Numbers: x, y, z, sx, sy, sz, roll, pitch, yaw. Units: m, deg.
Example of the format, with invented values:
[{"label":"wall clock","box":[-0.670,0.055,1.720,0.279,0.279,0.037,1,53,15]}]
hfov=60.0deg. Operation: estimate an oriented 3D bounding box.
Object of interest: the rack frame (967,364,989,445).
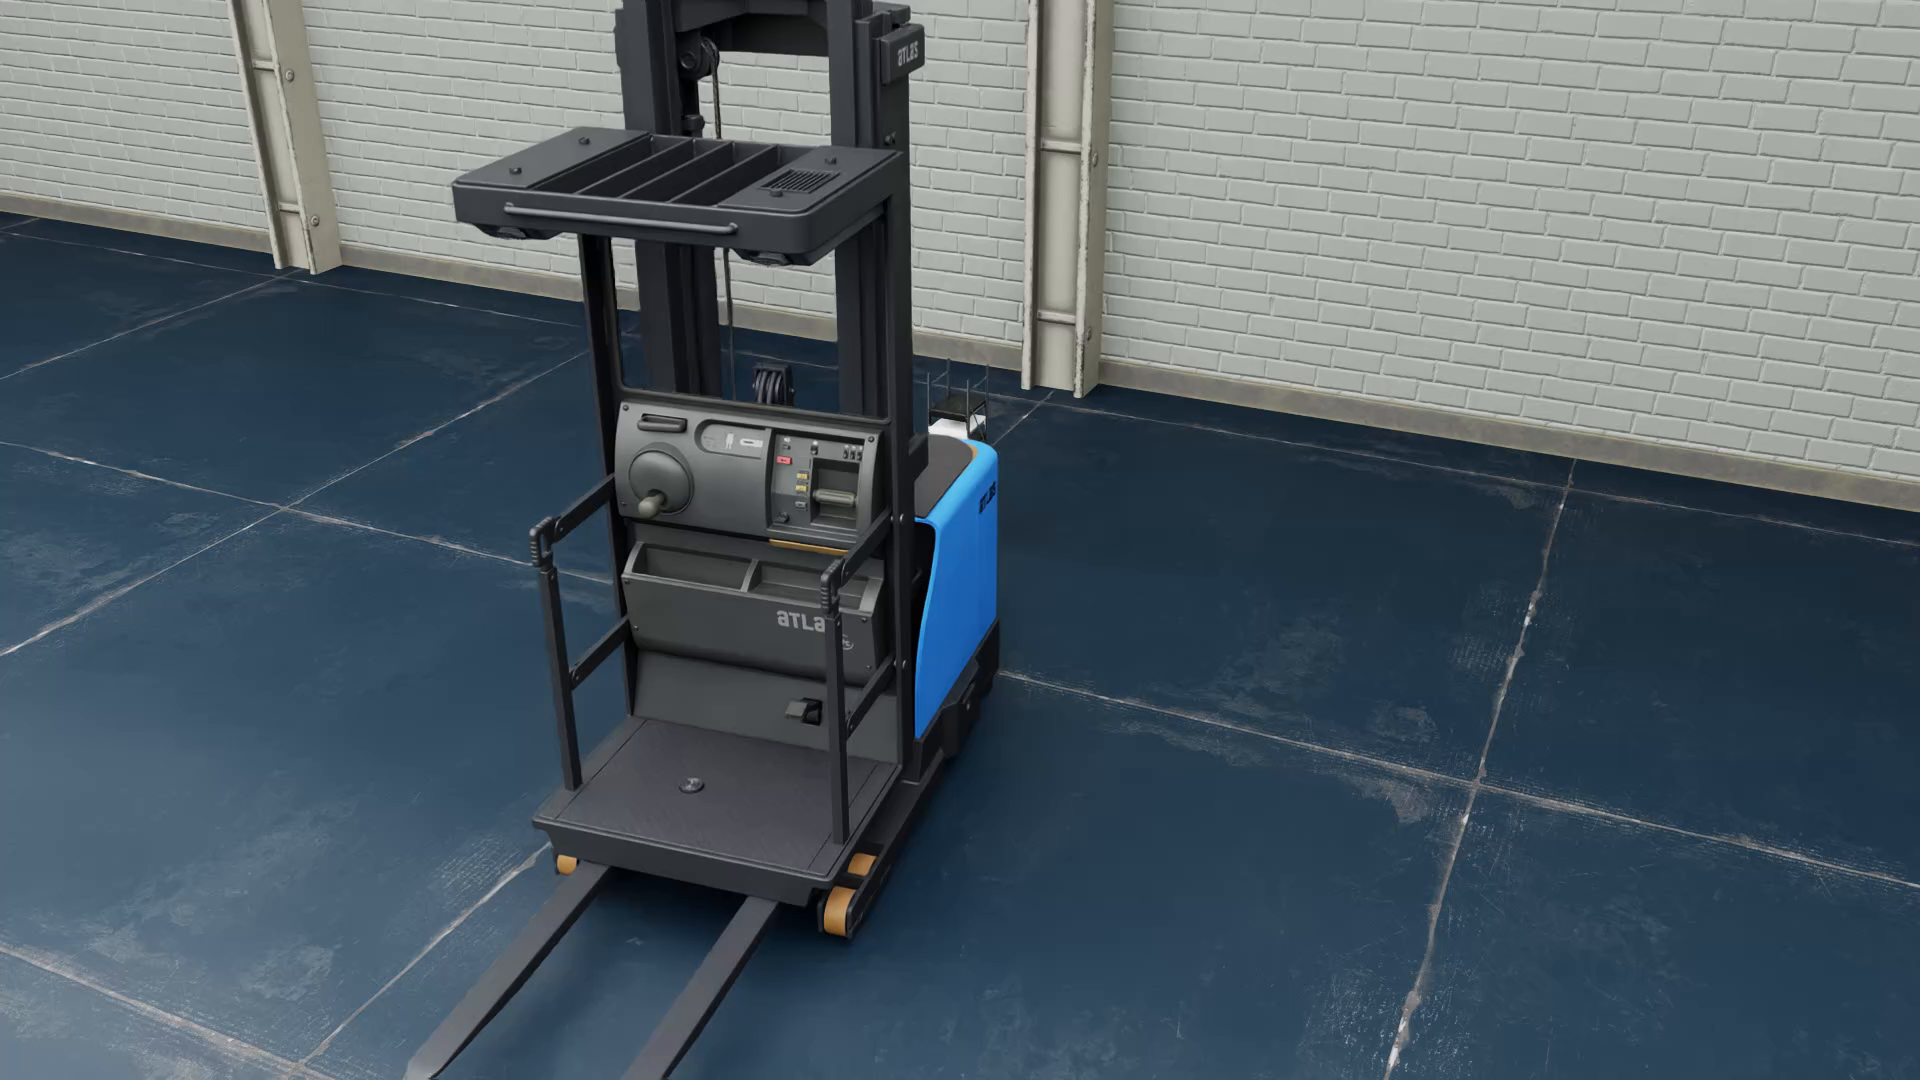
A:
[{"label":"rack frame","box":[0.085,-0.387,8.016,0.006,0.900,0.240,11,28,22]}]

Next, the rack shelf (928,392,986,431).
[{"label":"rack shelf","box":[-0.007,-0.618,7.950,0.200,0.077,0.258,11,28,22]}]

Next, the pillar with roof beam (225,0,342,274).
[{"label":"pillar with roof beam","box":[-6.629,-4.353,6.903,0.400,9.000,9.100,11,28,22]}]

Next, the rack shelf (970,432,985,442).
[{"label":"rack shelf","box":[-0.007,-0.456,8.029,0.200,0.077,0.258,11,28,22]}]

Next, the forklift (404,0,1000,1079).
[{"label":"forklift","box":[-0.776,-0.189,5.316,1.130,2.935,3.031,8,27,16]}]

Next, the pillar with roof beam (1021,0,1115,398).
[{"label":"pillar with roof beam","box":[-1.167,-3.256,4.675,0.400,9.000,9.100,11,28,22]}]

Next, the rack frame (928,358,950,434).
[{"label":"rack frame","box":[-0.100,-0.424,8.092,0.006,0.900,0.240,11,28,22]}]

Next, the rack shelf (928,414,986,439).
[{"label":"rack shelf","box":[-0.007,-0.537,7.989,0.200,0.077,0.258,11,28,22]}]

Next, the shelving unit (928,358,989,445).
[{"label":"shelving unit","box":[-0.007,-0.405,8.054,0.210,0.900,0.258,11,28,22]}]
